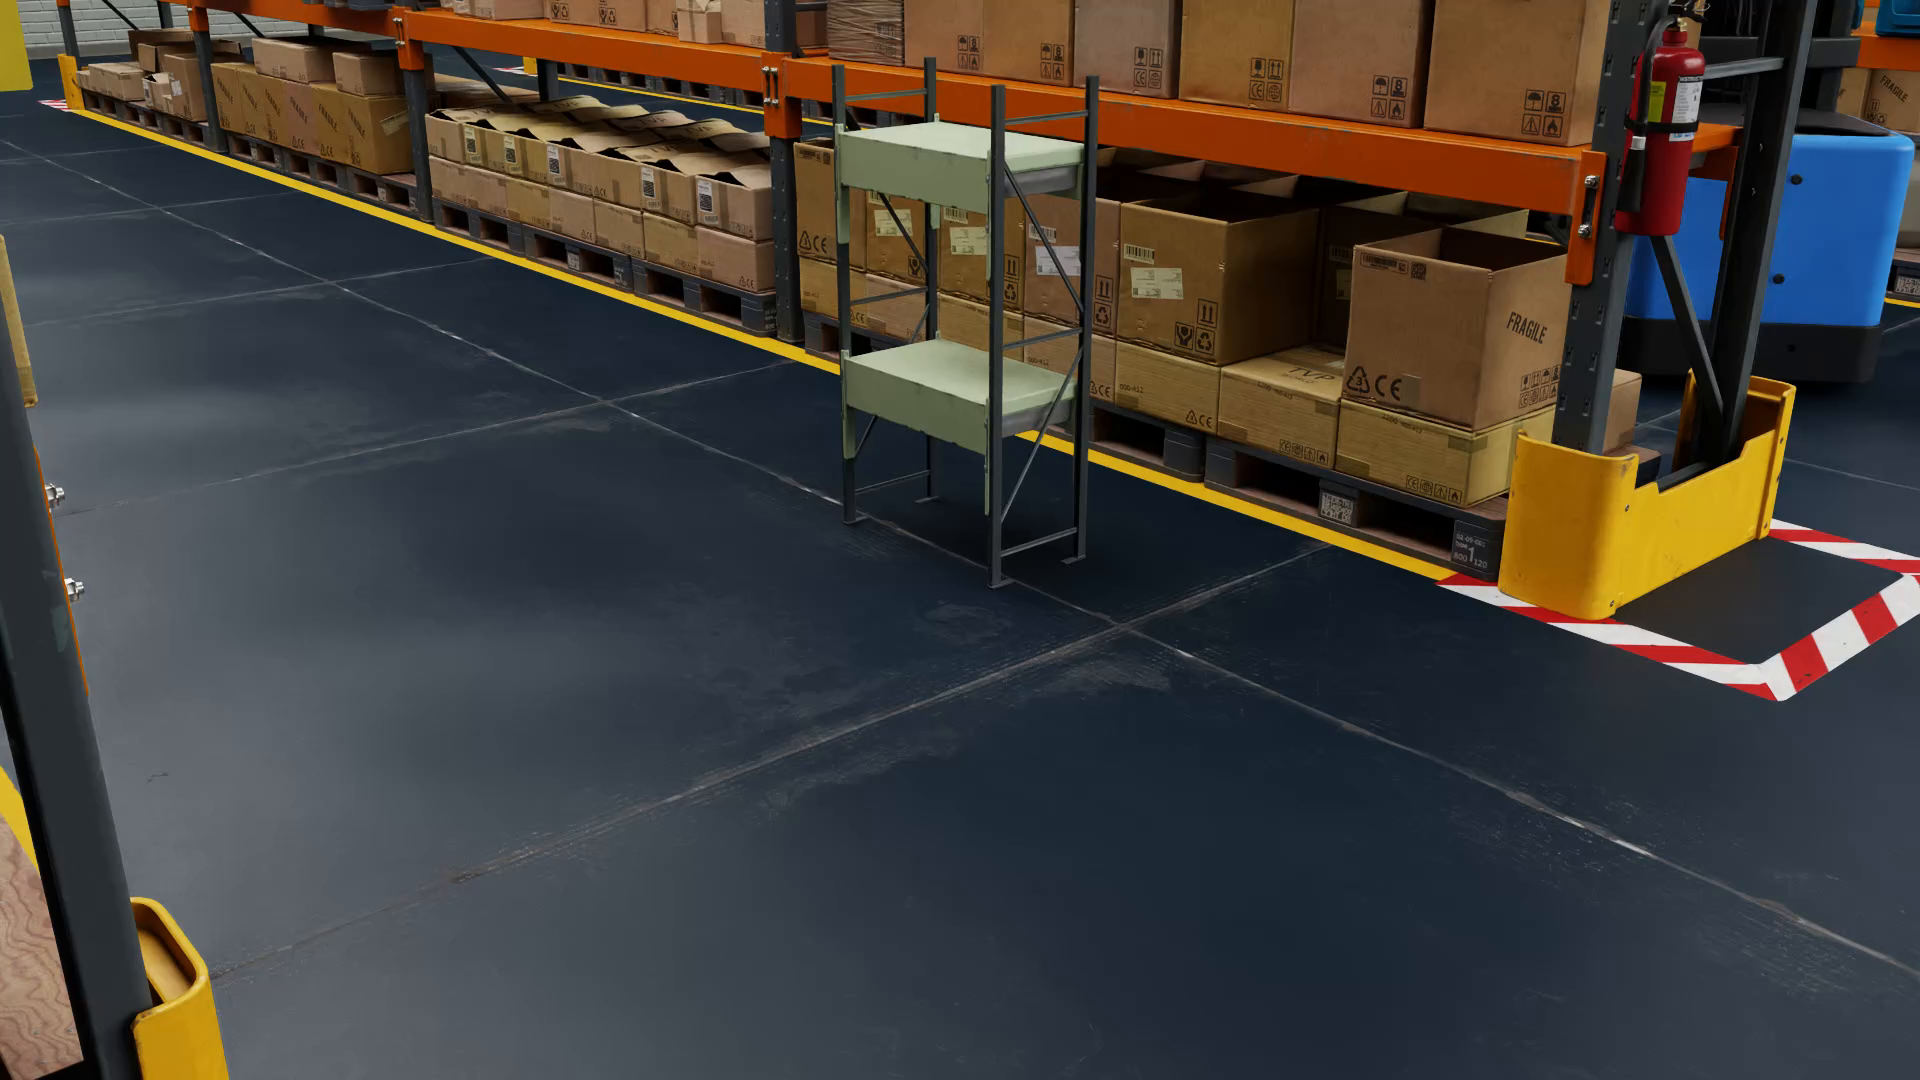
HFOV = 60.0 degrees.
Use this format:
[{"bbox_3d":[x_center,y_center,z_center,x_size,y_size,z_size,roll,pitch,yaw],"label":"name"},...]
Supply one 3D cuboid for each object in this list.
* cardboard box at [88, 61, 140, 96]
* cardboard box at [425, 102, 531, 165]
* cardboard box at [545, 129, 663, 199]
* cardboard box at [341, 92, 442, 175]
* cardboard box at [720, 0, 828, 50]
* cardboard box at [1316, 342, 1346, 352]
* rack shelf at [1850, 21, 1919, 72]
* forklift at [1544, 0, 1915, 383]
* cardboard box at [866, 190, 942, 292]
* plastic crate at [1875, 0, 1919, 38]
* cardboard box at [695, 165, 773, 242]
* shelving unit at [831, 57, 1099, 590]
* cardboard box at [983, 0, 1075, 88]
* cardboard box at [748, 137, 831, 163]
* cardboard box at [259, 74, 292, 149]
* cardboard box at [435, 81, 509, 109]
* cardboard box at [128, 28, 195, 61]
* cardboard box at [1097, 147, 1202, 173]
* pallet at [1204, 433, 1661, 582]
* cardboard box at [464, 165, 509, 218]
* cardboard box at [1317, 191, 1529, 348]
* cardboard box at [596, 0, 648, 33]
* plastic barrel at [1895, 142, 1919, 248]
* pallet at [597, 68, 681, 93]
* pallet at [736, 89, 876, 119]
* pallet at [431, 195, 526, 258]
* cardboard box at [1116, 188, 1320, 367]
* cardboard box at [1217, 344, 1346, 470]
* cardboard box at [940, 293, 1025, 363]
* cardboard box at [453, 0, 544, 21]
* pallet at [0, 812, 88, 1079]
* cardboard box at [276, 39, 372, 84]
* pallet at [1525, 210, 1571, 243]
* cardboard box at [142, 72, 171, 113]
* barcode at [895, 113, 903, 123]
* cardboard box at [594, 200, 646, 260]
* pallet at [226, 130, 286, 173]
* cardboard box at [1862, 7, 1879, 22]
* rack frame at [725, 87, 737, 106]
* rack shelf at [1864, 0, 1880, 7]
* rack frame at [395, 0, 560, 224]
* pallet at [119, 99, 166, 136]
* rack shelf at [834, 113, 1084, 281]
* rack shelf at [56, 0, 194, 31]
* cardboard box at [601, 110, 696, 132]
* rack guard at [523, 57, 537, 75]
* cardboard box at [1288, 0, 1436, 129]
[{"bbox_3d":[-7.818,-4.332,15.599,0.500,0.250,0.500,-17,27,-37],"label":"cardboard box"},{"bbox_3d":[-2.943,-2.515,10.218,0.500,0.311,0.500,-16,27,-36],"label":"cardboard box"},{"bbox_3d":[-1.926,-2.089,9.129,0.500,0.311,0.500,-18,28,-38],"label":"cardboard box"},{"bbox_3d":[-3.850,-2.797,11.336,0.500,0.500,0.500,-16,27,-35],"label":"cardboard box"},{"bbox_3d":[-0.805,-2.504,7.970,0.500,0.250,0.500,-15,26,-34],"label":"cardboard box"},{"bbox_3d":[1.649,-0.597,6.089,0.500,0.250,0.500,-17,27,-37],"label":"cardboard box"},{"bbox_3d":[4.609,-2.739,9.350,1.077,0.370,4.000,-17,27,-37],"label":"rack shelf"},{"bbox_3d":[3.563,-2.524,7.909,1.130,2.935,3.031,3,22,8],"label":"forklift"},{"bbox_3d":[-0.053,-1.374,7.044,0.500,0.500,0.500,-17,27,-37],"label":"cardboard box"},{"bbox_3d":[4.942,-2.700,8.468,0.499,0.251,0.408,-17,27,-37],"label":"plastic crate"},{"bbox_3d":[-0.933,-1.668,8.056,0.500,0.311,0.500,-17,27,-37],"label":"cardboard box"},{"bbox_3d":[0.004,-0.697,5.206,0.431,1.500,0.755,-17,27,-37],"label":"shelving unit"},{"bbox_3d":[0.517,-2.090,6.570,0.700,0.500,0.500,-17,27,-37],"label":"cardboard box"},{"bbox_3d":[-0.855,-1.938,8.744,0.500,0.311,0.500,-18,28,-38],"label":"cardboard box"},{"bbox_3d":[-4.865,-3.223,12.425,0.500,0.500,0.500,-17,27,-37],"label":"cardboard box"},{"bbox_3d":[-3.489,-2.931,11.680,0.500,0.500,0.500,-19,28,-39],"label":"cardboard box"},{"bbox_3d":[-7.742,-4.713,16.228,0.500,0.500,0.500,-17,27,-37],"label":"cardboard box"},{"bbox_3d":[0.664,-1.358,7.005,0.500,0.500,0.500,-17,27,-37],"label":"cardboard box"},{"bbox_3d":[1.629,-0.246,5.823,1.003,0.211,1.213,-17,27,-37],"label":"pallet"},{"bbox_3d":[-2.614,-2.115,9.966,0.500,0.250,0.500,-18,28,-39],"label":"cardboard box"},{"bbox_3d":[1.651,-0.946,5.953,0.500,0.500,0.500,-17,27,-37],"label":"cardboard box"},{"bbox_3d":[-1.611,-2.995,8.880,0.500,0.500,0.500,-17,27,-37],"label":"cardboard box"},{"bbox_3d":[5.100,-1.860,8.957,0.421,0.512,0.421,0,21,0],"label":"plastic barrel"},{"bbox_3d":[-3.228,-5.069,18.138,1.003,0.211,1.213,-17,27,-37],"label":"pallet"},{"bbox_3d":[-1.446,-4.315,16.212,1.003,0.211,1.213,-17,27,-37],"label":"pallet"},{"bbox_3d":[-2.554,-2.018,10.347,1.003,0.211,1.213,-17,27,-37],"label":"pallet"},{"bbox_3d":[0.921,-0.958,5.982,0.500,0.500,0.500,-17,27,-37],"label":"cardboard box"},{"bbox_3d":[1.251,-0.471,5.769,0.500,0.250,0.500,-17,27,-37],"label":"cardboard box"},{"bbox_3d":[0.267,-0.884,6.824,0.500,0.250,0.500,-17,27,-37],"label":"cardboard box"},{"bbox_3d":[-2.625,-3.219,9.711,0.500,0.311,0.500,-18,28,-38],"label":"cardboard box"},{"bbox_3d":[-2.143,0.882,2.943,1.003,0.211,1.213,-17,27,-37],"label":"pallet"},{"bbox_3d":[-4.561,-3.442,11.956,0.500,0.250,0.500,-18,28,-38],"label":"cardboard box"},{"bbox_3d":[3.711,-2.132,10.639,1.003,0.211,1.213,-17,27,-37],"label":"pallet"},{"bbox_3d":[-6.749,-3.908,14.434,0.500,0.311,0.500,-17,27,-37],"label":"cardboard box"},{"bbox_3d":[-0.302,-2.106,8.255,0.001,0.075,0.075,-17,27,-37],"label":"barcode"},{"bbox_3d":[-1.604,-1.690,8.881,0.500,0.250,0.500,-17,27,-36],"label":"cardboard box"},{"bbox_3d":[-5.113,-3.144,13.223,1.003,0.211,1.213,-17,27,-37],"label":"pallet"},{"bbox_3d":[9.780,-5.524,17.983,1.050,0.750,0.750,-17,27,-37],"label":"cardboard box"},{"bbox_3d":[-1.918,-5.837,16.273,1.000,3.000,0.127,-17,27,-37],"label":"rack frame"},{"bbox_3d":[8.362,-3.918,12.360,1.077,0.370,4.000,-17,27,-37],"label":"rack shelf"},{"bbox_3d":[-3.062,-3.553,10.443,1.000,3.000,0.127,-17,27,-37],"label":"rack frame"},{"bbox_3d":[-6.921,-3.887,15.120,1.003,0.211,1.213,-17,27,-37],"label":"pallet"},{"bbox_3d":[0.004,-1.060,5.063,0.431,0.370,0.720,-17,27,-37],"label":"rack shelf"},{"bbox_3d":[-6.979,-4.876,14.807,1.077,0.370,4.000,-17,27,-37],"label":"rack shelf"},{"bbox_3d":[-1.862,-2.361,9.826,0.500,0.311,0.500,-18,27,-38],"label":"cardboard box"},{"bbox_3d":[-4.555,-5.781,19.559,1.175,0.500,0.348,-17,27,-37],"label":"rack guard"},{"bbox_3d":[1.519,-1.666,5.486,0.700,0.500,0.500,-17,27,-36],"label":"cardboard box"}]
